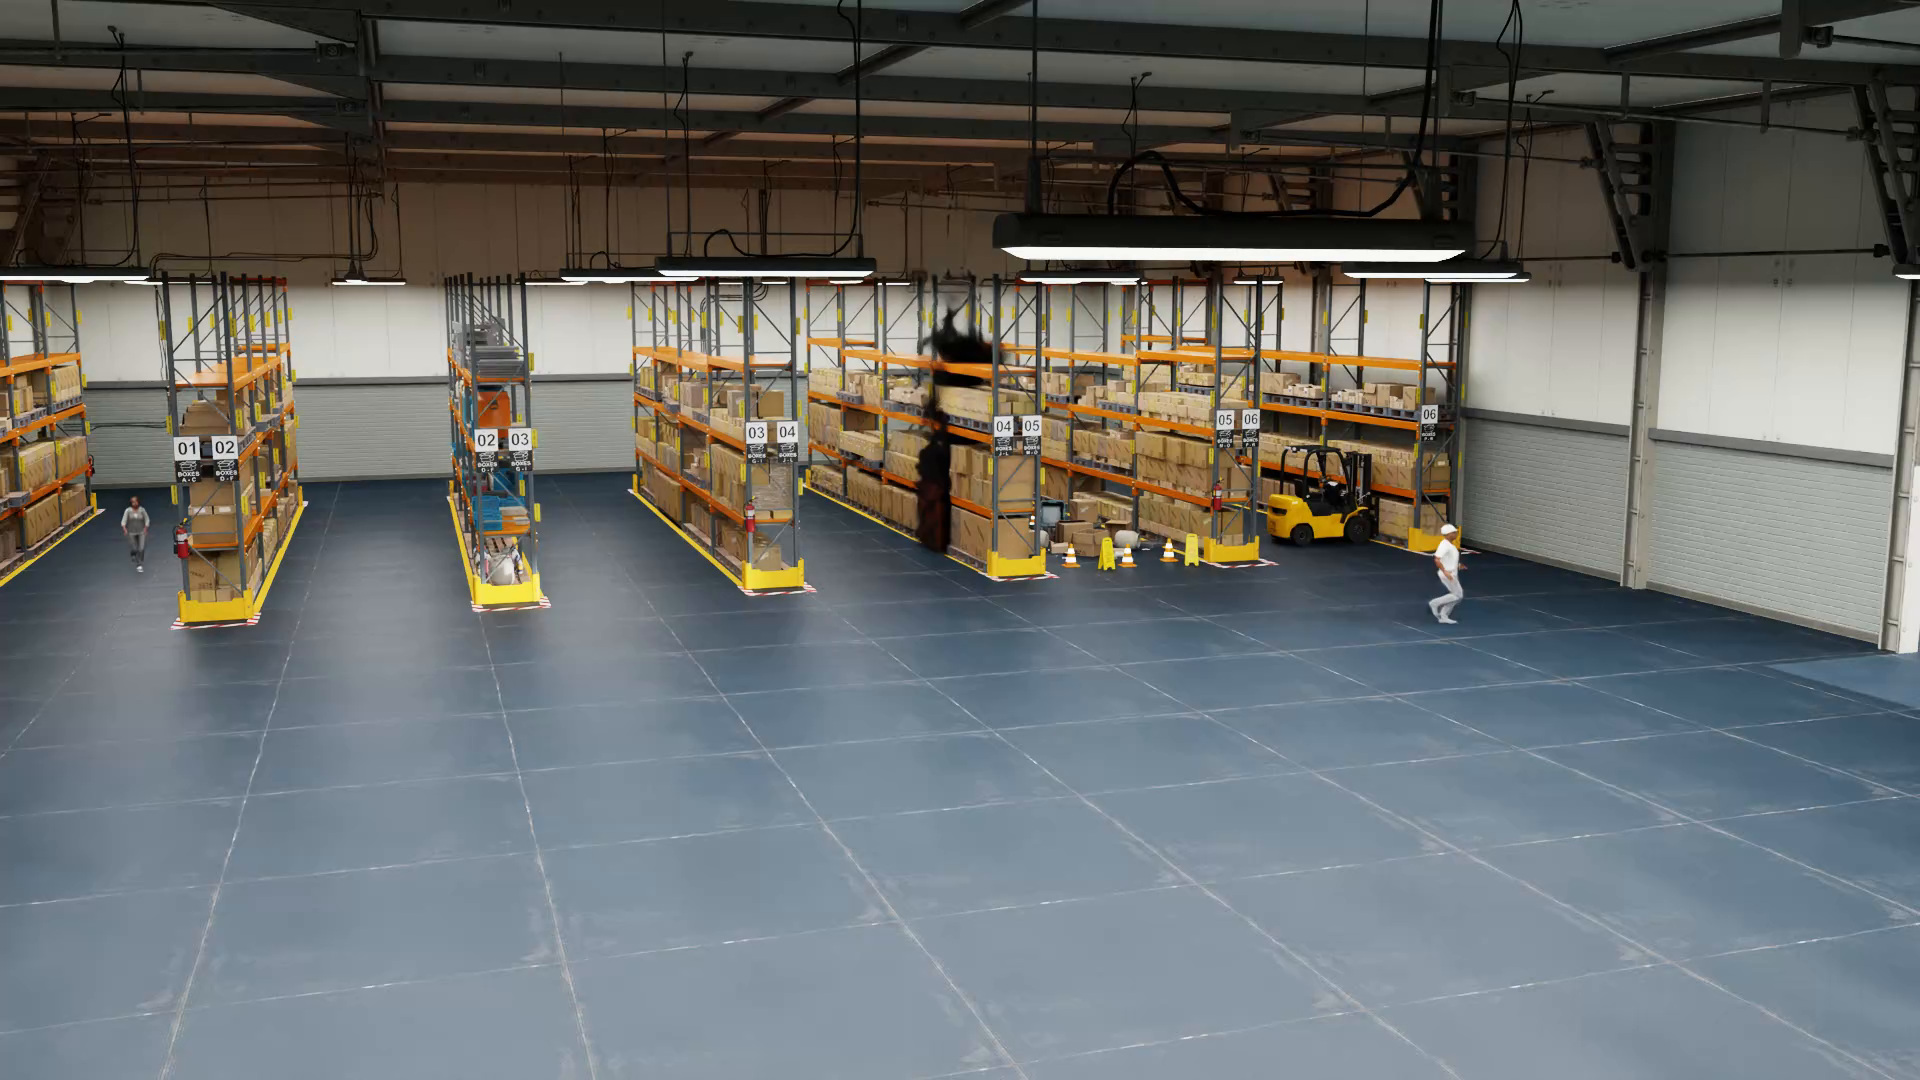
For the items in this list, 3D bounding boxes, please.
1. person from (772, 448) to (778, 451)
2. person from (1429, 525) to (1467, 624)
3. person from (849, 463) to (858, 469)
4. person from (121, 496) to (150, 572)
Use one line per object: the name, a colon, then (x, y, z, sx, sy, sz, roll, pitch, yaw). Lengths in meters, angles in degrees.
person: (-5.157, -2.114, 46.561, 0.693, 1.668, 0.527, -2, 9, -13)
person: (8.373, 0.588, 28.520, 0.584, 1.717, 0.703, 4, 9, 23)
person: (-3.352, -2.567, 49.706, 0.669, 1.679, 0.673, 3, 9, 20)
person: (-16.777, -0.128, 33.882, 0.520, 1.553, 0.574, -5, 10, -30)
